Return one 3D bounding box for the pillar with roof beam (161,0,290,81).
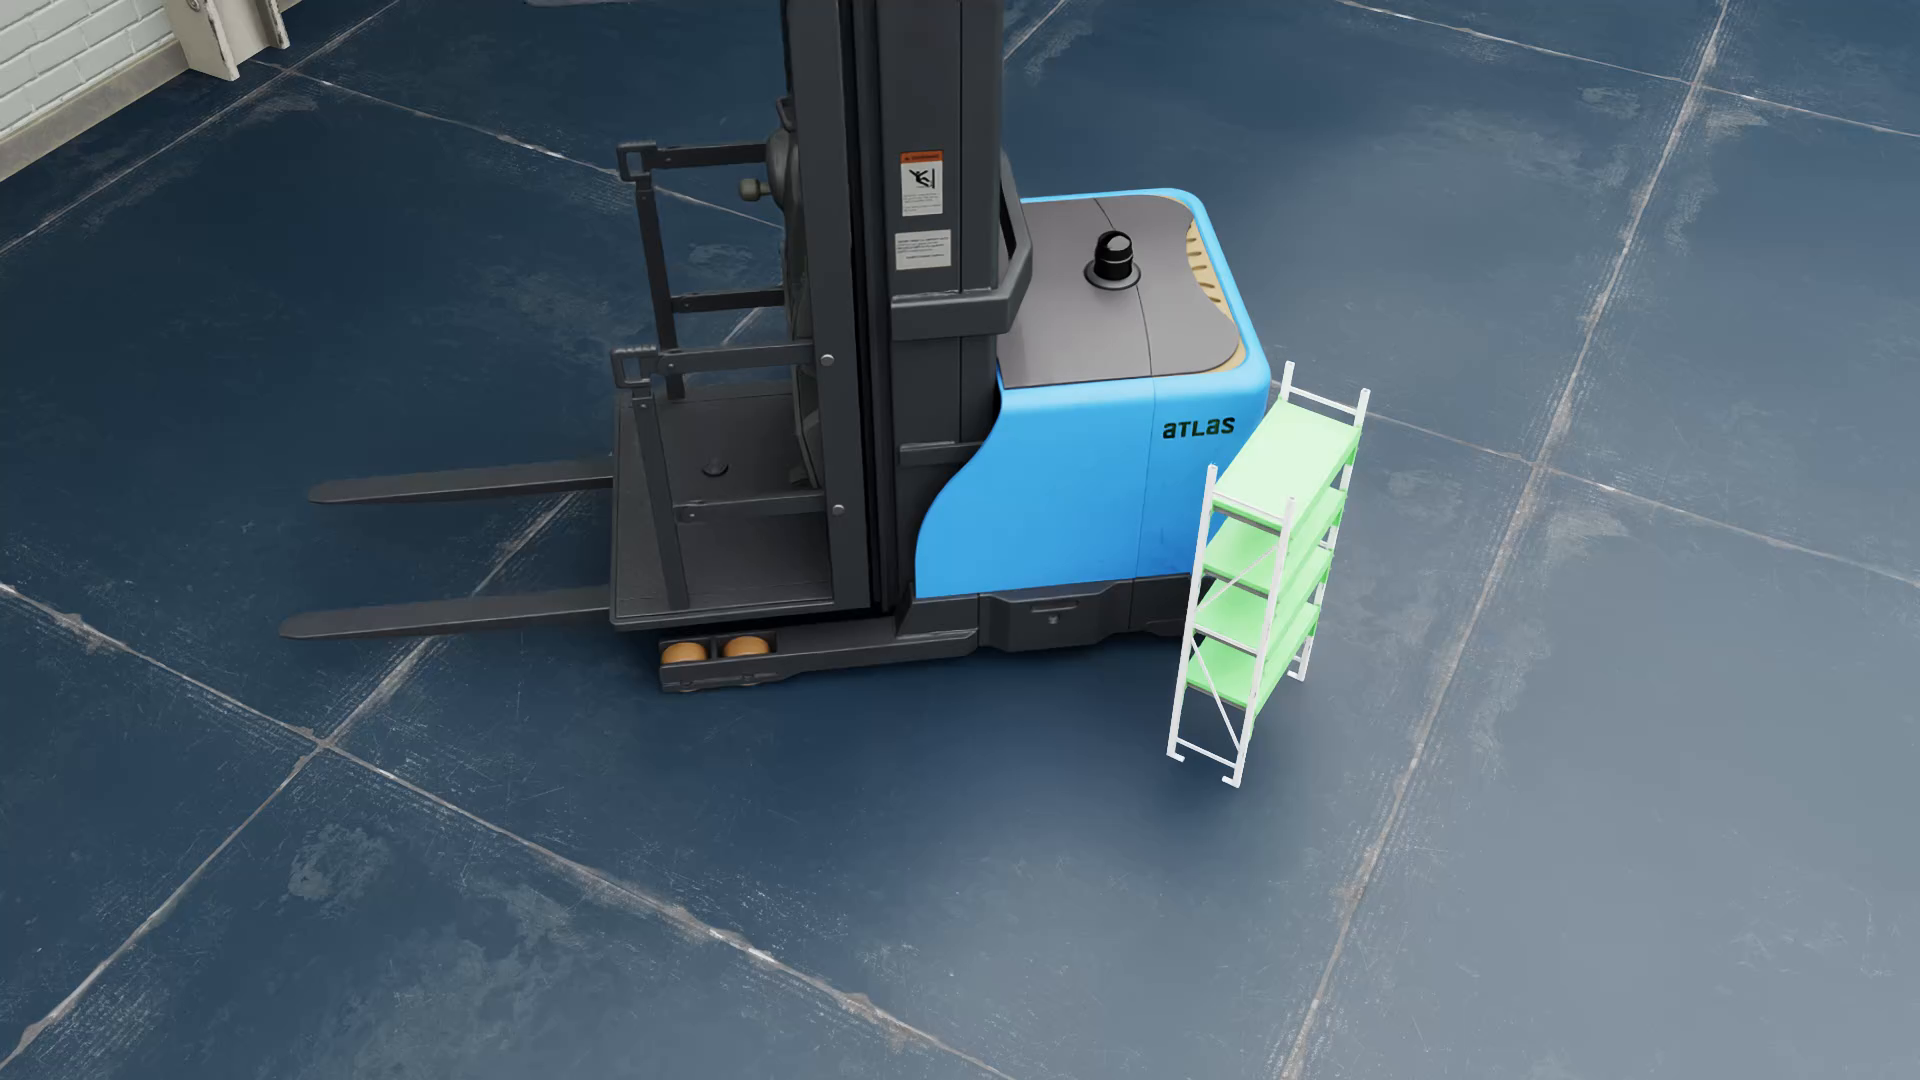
[{"bbox_3d":[0.307,-4.097,3.473,9.100,9.000,0.400,20,49,19],"label":"pillar with roof beam"}]

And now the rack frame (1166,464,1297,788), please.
[{"bbox_3d":[0.739,0.277,4.633,0.240,1.200,0.015,24,50,22],"label":"rack frame"}]

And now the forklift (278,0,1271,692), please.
[{"bbox_3d":[-0.651,-0.950,4.628,3.031,2.935,1.130,-5,46,-5],"label":"forklift"}]

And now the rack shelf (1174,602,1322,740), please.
[{"bbox_3d":[0.867,0.342,4.995,0.258,0.148,0.480,24,50,22],"label":"rack shelf"}]

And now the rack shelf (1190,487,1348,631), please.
[{"bbox_3d":[0.867,0.005,4.654,0.258,0.148,0.480,24,50,22],"label":"rack shelf"}]

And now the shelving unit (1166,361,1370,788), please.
[{"bbox_3d":[0.867,0.129,4.779,0.258,1.200,0.503,24,50,22],"label":"shelving unit"}]

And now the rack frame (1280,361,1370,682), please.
[{"bbox_3d":[0.994,-0.019,4.925,0.240,1.200,0.015,24,50,22],"label":"rack frame"}]

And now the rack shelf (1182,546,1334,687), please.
[{"bbox_3d":[0.867,0.174,4.824,0.258,0.148,0.480,24,50,22],"label":"rack shelf"}]

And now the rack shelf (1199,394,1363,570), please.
[{"bbox_3d":[0.867,-0.164,4.483,0.258,0.148,0.480,24,50,22],"label":"rack shelf"}]
